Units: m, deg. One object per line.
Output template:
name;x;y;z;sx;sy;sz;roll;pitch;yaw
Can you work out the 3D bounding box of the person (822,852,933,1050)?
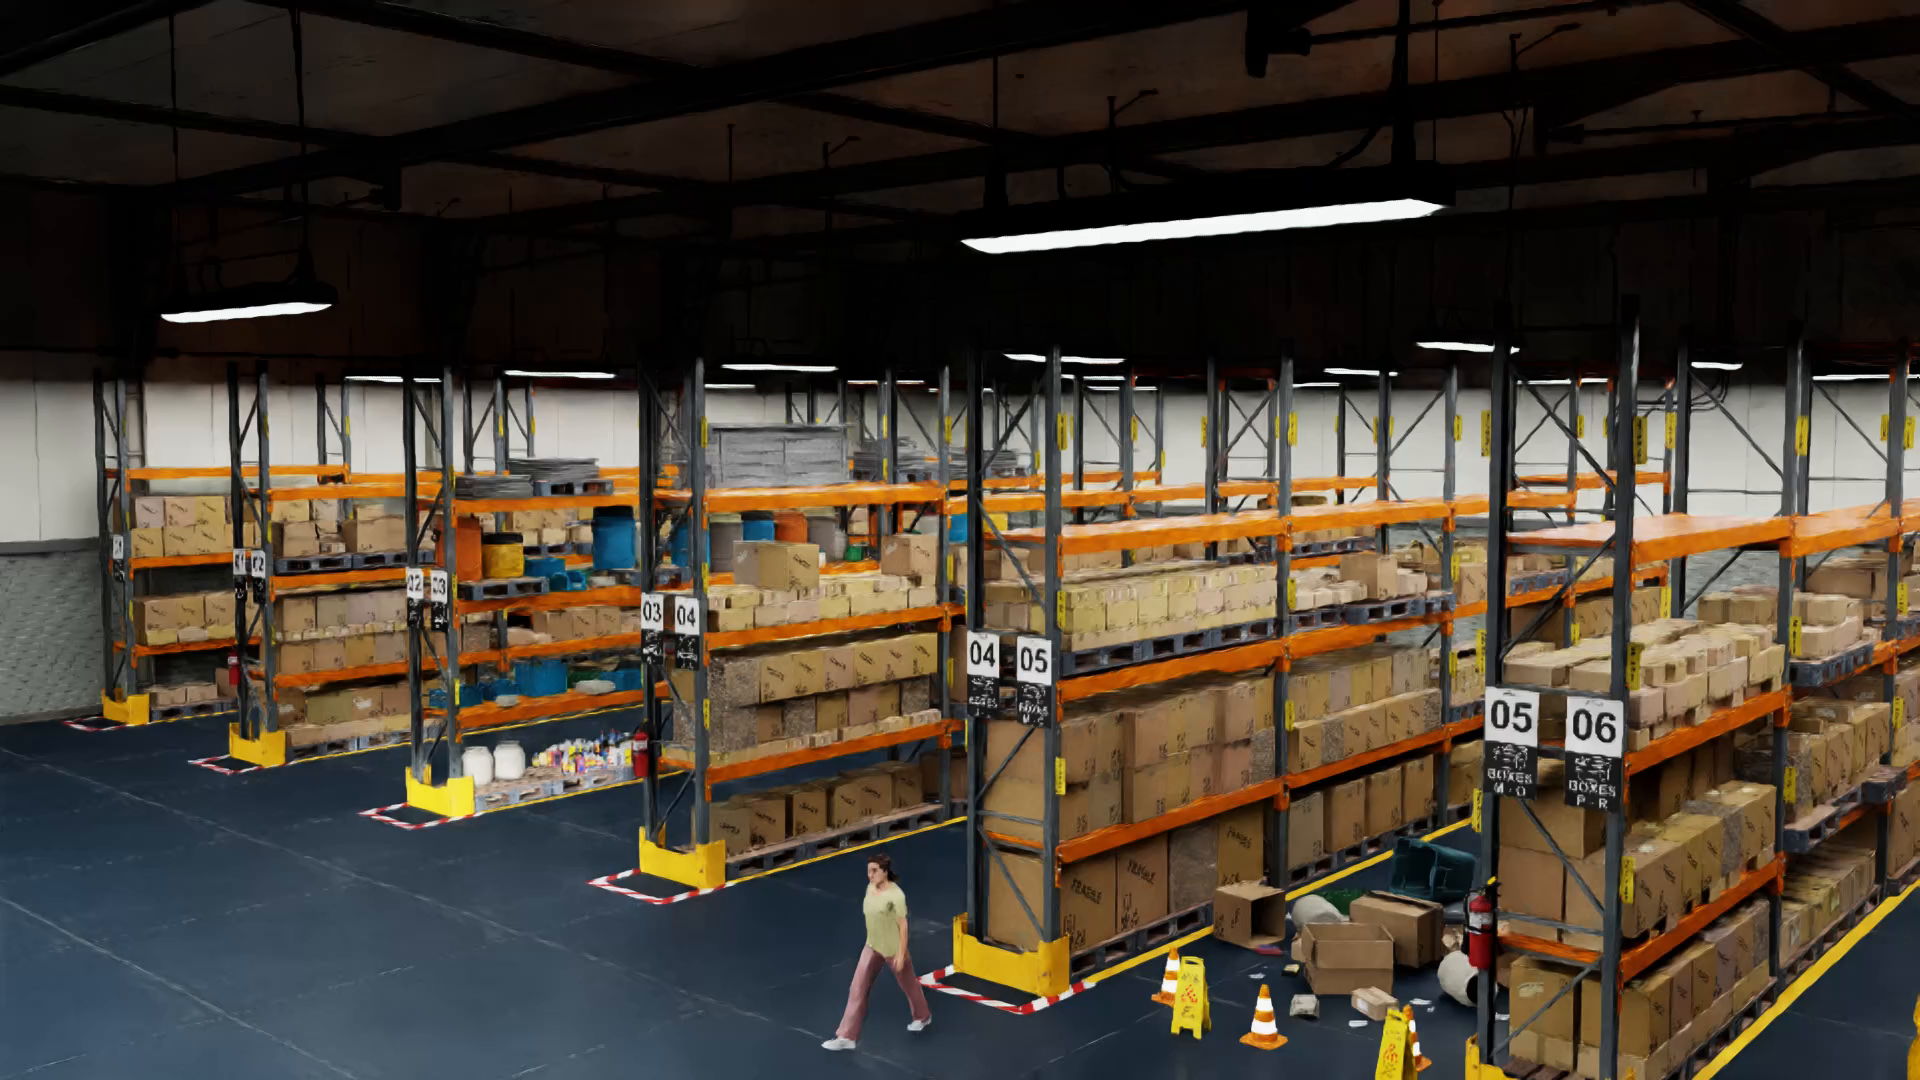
person;-0.625;3.344;13.658;0.447;1.589;1.096;3;5;39
